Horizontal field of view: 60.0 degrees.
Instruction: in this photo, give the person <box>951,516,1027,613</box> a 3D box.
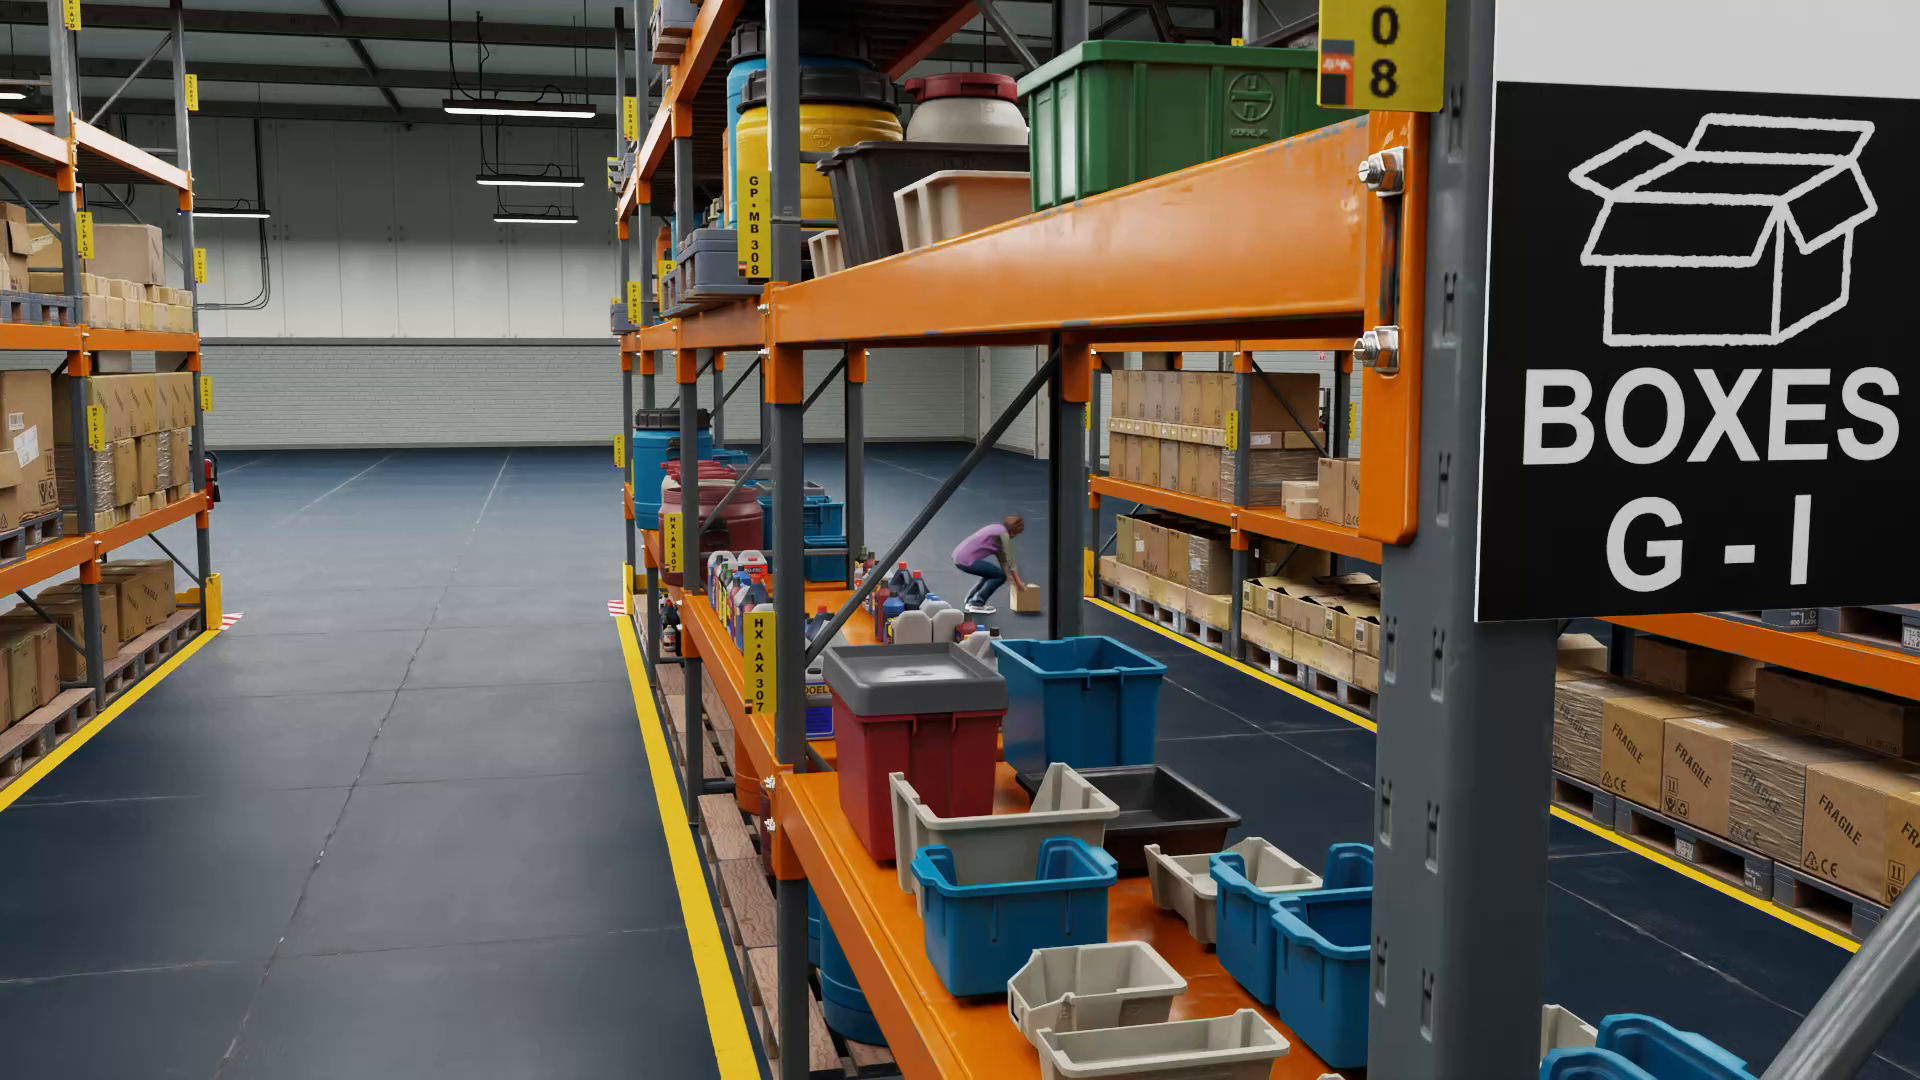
[{"bbox_3d":[0.288,0.250,17.003,0.780,0.963,0.454,-2,7,-14],"label":"person"}]
